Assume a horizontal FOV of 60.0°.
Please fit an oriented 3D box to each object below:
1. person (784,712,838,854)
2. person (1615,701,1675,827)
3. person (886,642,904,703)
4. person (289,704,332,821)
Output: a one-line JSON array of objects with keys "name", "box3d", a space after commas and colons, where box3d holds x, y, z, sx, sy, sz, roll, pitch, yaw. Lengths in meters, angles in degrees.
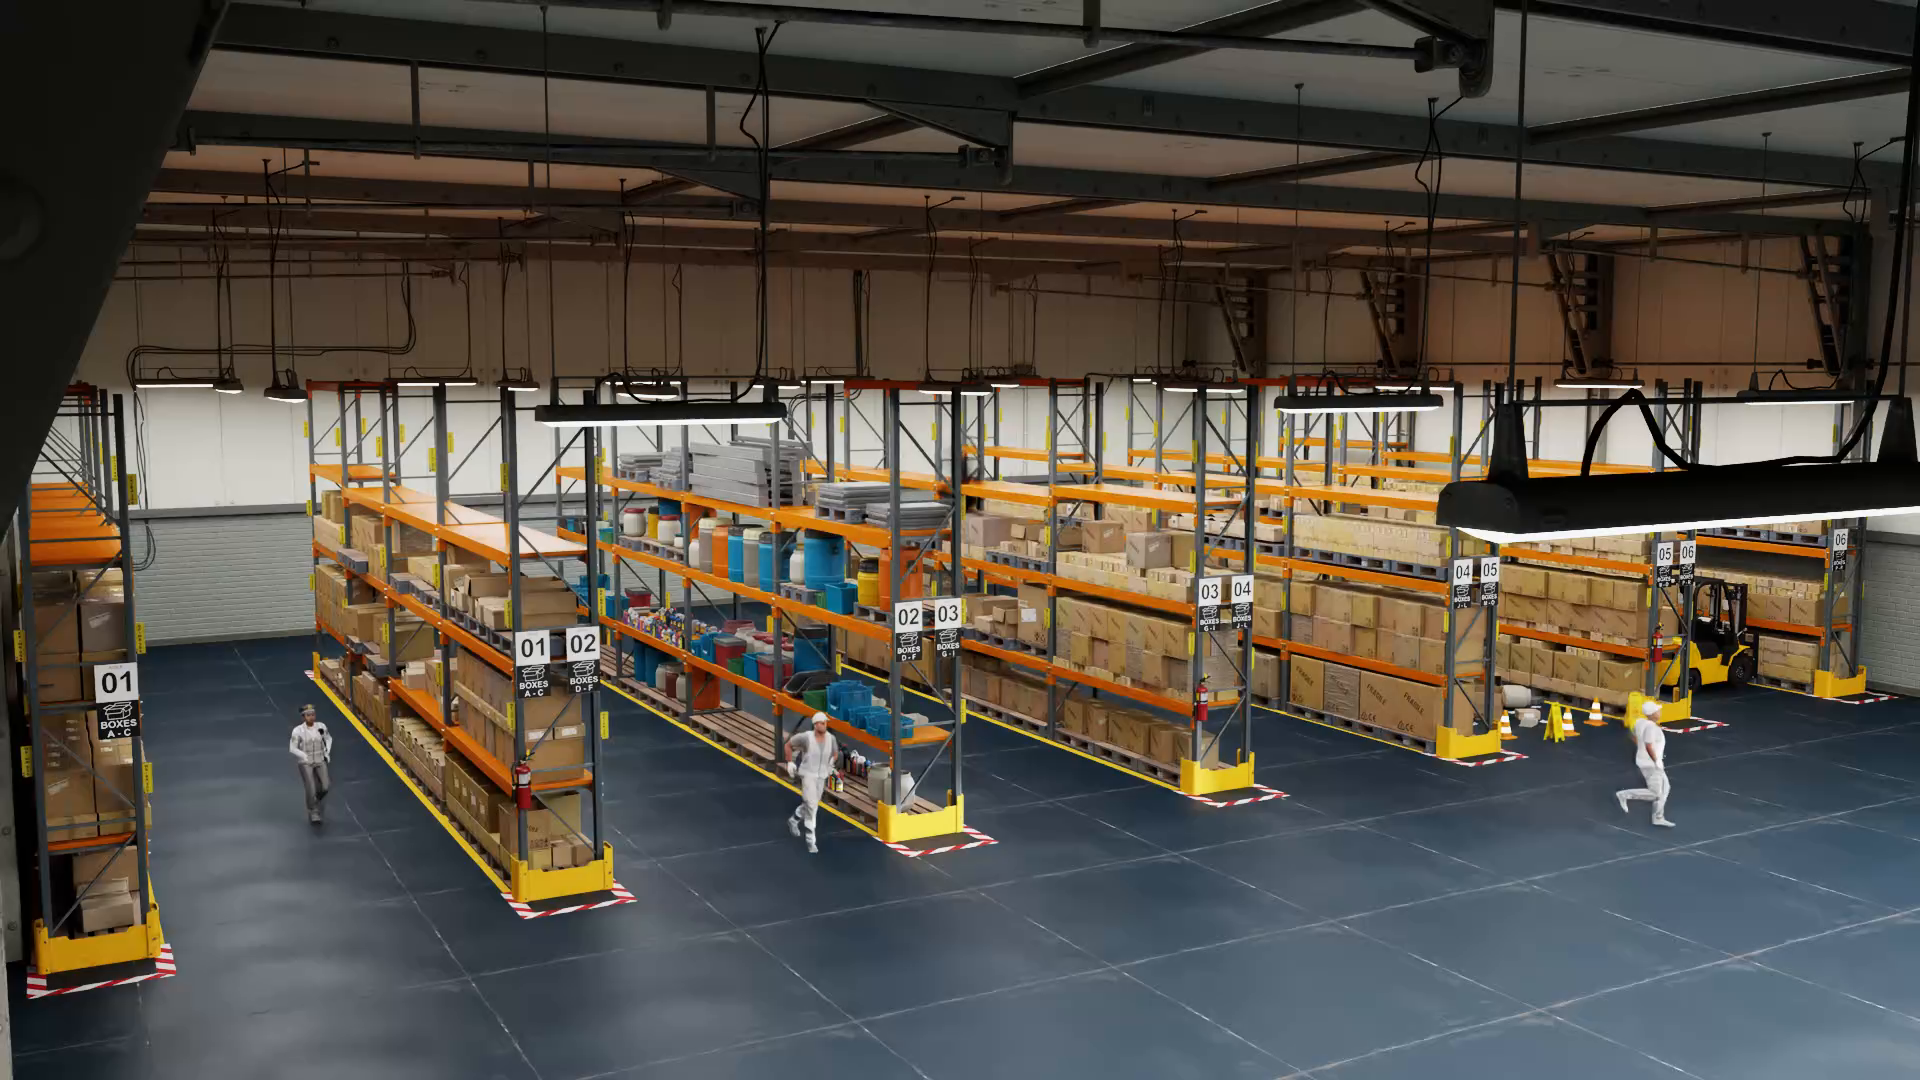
[{"name": "person", "box3d": [-1.947, 3.156, 21.889, 0.695, 1.839, 0.847, -5, 8, -38]}, {"name": "person", "box3d": [9.409, 3.065, 22.801, 0.813, 1.736, 0.679, 1, 6, 12]}, {"name": "person", "box3d": [-1.111, 2.008, 30.124, 0.553, 1.768, 0.752, -3, 7, -25]}, {"name": "person", "box3d": [-8.891, 3.070, 22.887, 0.589, 1.653, 0.528, -4, 7, -35]}]
